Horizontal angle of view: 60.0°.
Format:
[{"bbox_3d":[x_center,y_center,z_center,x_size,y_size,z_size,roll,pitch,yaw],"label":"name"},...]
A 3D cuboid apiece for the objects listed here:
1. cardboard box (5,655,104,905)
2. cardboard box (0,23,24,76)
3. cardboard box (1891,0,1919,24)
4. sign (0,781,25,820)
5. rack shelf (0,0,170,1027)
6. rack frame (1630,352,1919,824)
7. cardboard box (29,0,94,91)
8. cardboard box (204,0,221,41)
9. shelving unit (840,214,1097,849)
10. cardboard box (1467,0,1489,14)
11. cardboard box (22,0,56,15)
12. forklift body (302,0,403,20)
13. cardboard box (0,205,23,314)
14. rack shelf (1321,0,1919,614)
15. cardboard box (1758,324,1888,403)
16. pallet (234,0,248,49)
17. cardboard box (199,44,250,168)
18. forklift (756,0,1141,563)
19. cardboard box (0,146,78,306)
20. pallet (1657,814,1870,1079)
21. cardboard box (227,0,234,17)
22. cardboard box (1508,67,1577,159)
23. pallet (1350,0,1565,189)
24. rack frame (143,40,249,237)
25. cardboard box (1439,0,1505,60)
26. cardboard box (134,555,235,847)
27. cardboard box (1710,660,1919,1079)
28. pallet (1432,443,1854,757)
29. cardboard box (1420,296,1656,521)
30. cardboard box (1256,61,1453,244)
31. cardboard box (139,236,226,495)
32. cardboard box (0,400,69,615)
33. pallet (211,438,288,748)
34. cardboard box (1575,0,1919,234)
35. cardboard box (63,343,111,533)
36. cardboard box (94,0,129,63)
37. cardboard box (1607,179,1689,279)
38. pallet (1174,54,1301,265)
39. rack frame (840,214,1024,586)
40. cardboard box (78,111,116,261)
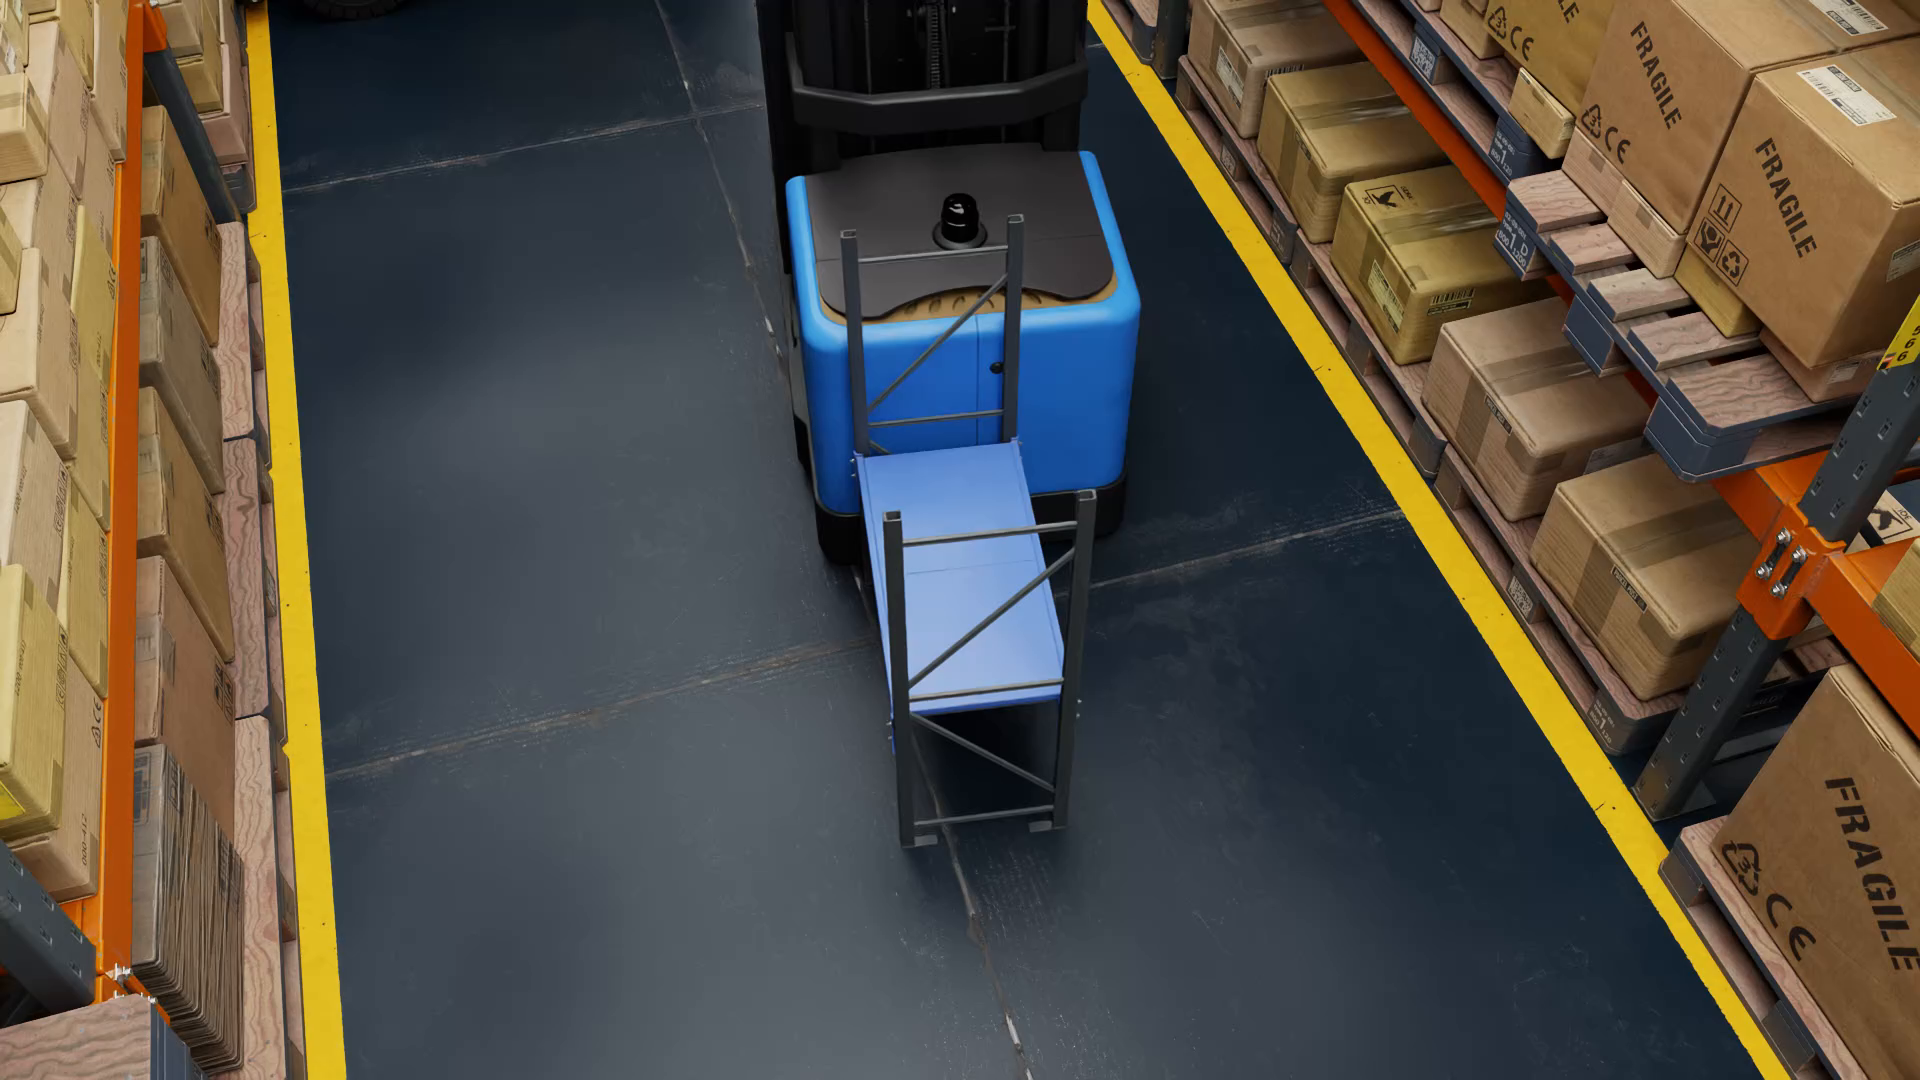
[{"bbox_3d":[-2.087,0.528,3.441,0.500,0.250,0.500,-13,51,-11],"label":"cardboard box"},{"bbox_3d":[-2.653,-1.178,4.292,0.380,0.149,0.250,-13,51,-11],"label":"cardboard box"},{"bbox_3d":[2.478,-1.290,4.341,0.500,0.500,0.500,-11,51,-9],"label":"cardboard box"},{"bbox_3d":[-1.674,0.382,2.761,0.100,0.325,0.005,-13,51,-11],"label":"sign"},{"bbox_3d":[-2.781,-0.370,4.571,1.077,0.370,4.000,-13,51,-11],"label":"rack shelf"},{"bbox_3d":[2.551,-0.266,4.013,1.000,3.000,0.127,-13,51,-11],"label":"rack frame"},{"bbox_3d":[-2.824,-1.501,4.824,0.500,0.250,0.500,-15,51,-12],"label":"cardboard box"},{"bbox_3d":[-3.372,-2.263,6.893,0.500,0.250,0.500,-14,51,-11],"label":"cardboard box"},{"bbox_3d":[-0.002,0.018,4.754,0.538,1.500,1.048,-6,50,-5],"label":"shelving unit"},{"bbox_3d":[1.677,-1.941,4.890,0.500,0.500,0.500,-15,52,-12],"label":"cardboard box"},{"bbox_3d":[-2.739,-1.568,4.620,0.380,0.149,0.250,-15,51,-12],"label":"cardboard box"},{"bbox_3d":[-2.252,-3.738,7.495,2.313,2.155,1.214,-13,51,-11],"label":"forklift body"},{"bbox_3d":[-2.394,-0.622,3.823,0.380,0.149,0.250,-12,51,-10],"label":"cardboard box"},{"bbox_3d":[1.959,-1.495,5.519,1.077,0.370,4.000,-13,51,-11],"label":"rack shelf"},{"bbox_3d":[2.229,-0.507,4.105,0.380,0.149,0.250,-12,51,-10],"label":"cardboard box"},{"bbox_3d":[-3.932,-2.647,7.843,1.003,0.211,1.213,-13,51,-11],"label":"pallet"},{"bbox_3d":[-3.199,-1.740,6.779,0.500,0.250,0.500,-13,51,-11],"label":"cardboard box"},{"bbox_3d":[-0.158,-2.013,5.530,1.130,2.935,3.031,-6,50,-5],"label":"forklift"},{"bbox_3d":[-2.547,-0.753,4.194,0.500,0.250,0.500,-13,51,-10],"label":"cardboard box"},{"bbox_3d":[2.712,1.225,4.579,1.003,0.211,1.213,-13,51,-11],"label":"pallet"},{"bbox_3d":[-3.531,-2.479,7.402,0.500,0.250,0.500,-13,51,-10],"label":"cardboard box"},{"bbox_3d":[1.802,-1.244,4.726,0.380,0.149,0.250,-13,51,-10],"label":"cardboard box"},{"bbox_3d":[1.926,-1.641,5.297,1.003,0.211,1.213,-13,51,-11],"label":"pallet"},{"bbox_3d":[-3.373,-2.063,5.527,1.000,3.000,0.127,-13,51,-11],"label":"rack frame"},{"bbox_3d":[1.695,-1.621,5.044,0.380,0.149,0.250,-15,51,-12],"label":"cardboard box"},{"bbox_3d":[-2.562,0.555,4.599,0.875,0.625,0.625,-12,51,-10],"label":"cardboard box"},{"bbox_3d":[2.676,0.807,4.223,0.875,0.875,0.875,-14,51,-11],"label":"cardboard box"},{"bbox_3d":[2.321,0.061,5.560,1.003,0.211,1.213,-13,51,-11],"label":"pallet"},{"bbox_3d":[2.167,-0.507,5.659,0.950,0.372,0.625,-14,51,-12],"label":"cardboard box"},{"bbox_3d":[1.741,-1.569,6.555,0.950,0.372,0.625,-10,51,-9],"label":"cardboard box"},{"bbox_3d":[-2.985,-0.486,5.476,0.875,0.625,0.625,-14,51,-11],"label":"cardboard box"},{"bbox_3d":[-2.234,0.001,3.559,0.500,0.250,0.500,-12,51,-10],"label":"cardboard box"},{"bbox_3d":[-2.753,0.258,5.394,1.003,0.211,1.213,-13,51,-11],"label":"pallet"},{"bbox_3d":[1.988,-1.174,4.243,0.500,0.500,0.500,-14,51,-12],"label":"cardboard box"},{"bbox_3d":[-2.390,-0.215,4.068,0.500,0.250,0.500,-15,51,-12],"label":"cardboard box"},{"bbox_3d":[-2.974,-1.705,5.324,0.500,0.250,0.500,-12,51,-10],"label":"cardboard box"},{"bbox_3d":[1.964,-0.860,4.403,0.380,0.149,0.250,-14,51,-11],"label":"cardboard box"},{"bbox_3d":[1.600,-1.721,7.062,1.003,0.211,1.213,-13,51,-11],"label":"pallet"},{"bbox_3d":[-0.075,-0.367,5.079,0.500,1.500,0.032,-6,50,-5],"label":"rack frame"},{"bbox_3d":[-2.702,-0.970,4.704,0.500,0.250,0.500,-13,51,-11],"label":"cardboard box"}]
